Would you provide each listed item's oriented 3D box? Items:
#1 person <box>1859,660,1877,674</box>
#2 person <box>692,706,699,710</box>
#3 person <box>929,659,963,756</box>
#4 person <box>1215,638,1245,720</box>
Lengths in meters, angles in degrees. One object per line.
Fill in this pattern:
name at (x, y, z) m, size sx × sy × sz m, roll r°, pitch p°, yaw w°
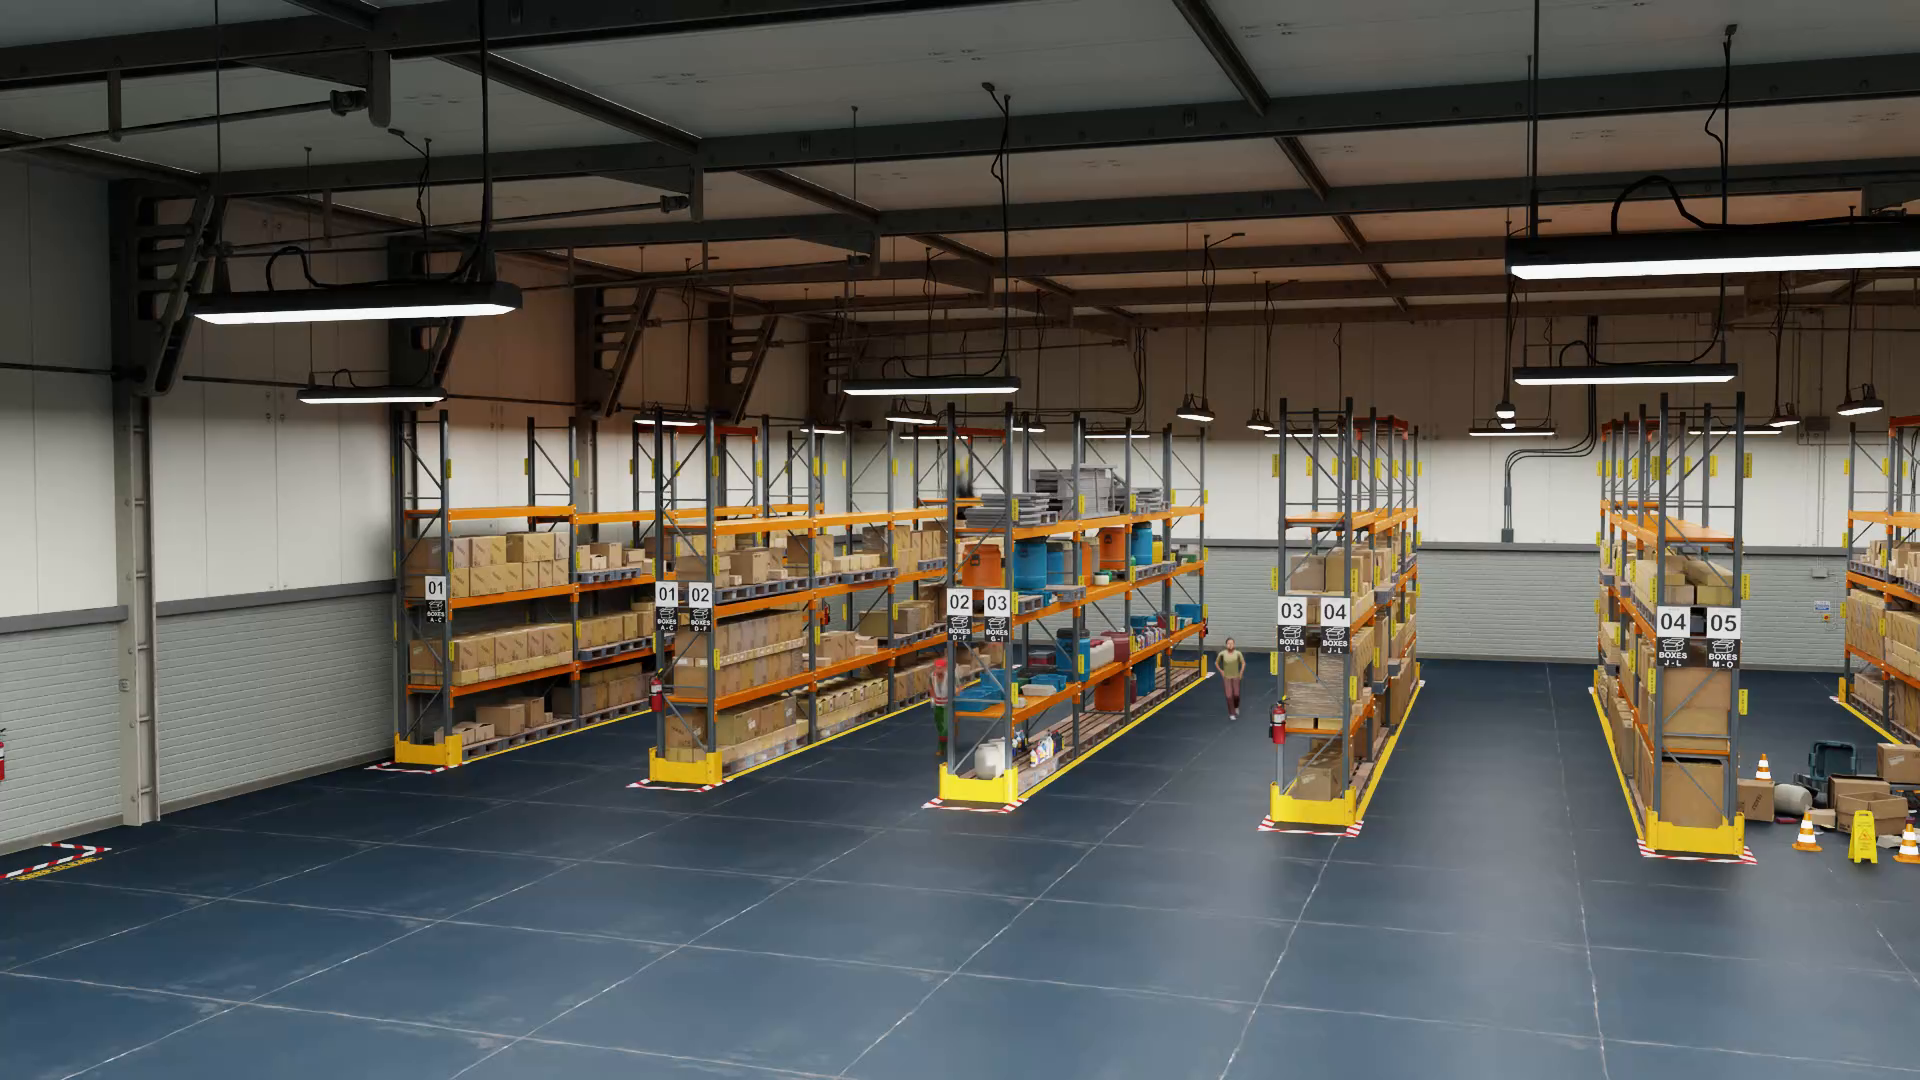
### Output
person at (19.943, 2.625, 36.392) m, size 0.548 × 1.653 × 0.613 m, roll 1°, pitch 3°, yaw 14°
person at (-4.754, 2.815, 30.543) m, size 0.673 × 1.731 × 0.671 m, roll 1°, pitch 3°, yaw 16°
person at (-0.236, 2.915, 29.186) m, size 0.657 × 1.720 × 0.895 m, roll 1°, pitch 3°, yaw 19°
person at (5.392, 2.765, 33.232) m, size 0.600 × 1.637 × 0.536 m, roll 0°, pitch 2°, yaw 8°
